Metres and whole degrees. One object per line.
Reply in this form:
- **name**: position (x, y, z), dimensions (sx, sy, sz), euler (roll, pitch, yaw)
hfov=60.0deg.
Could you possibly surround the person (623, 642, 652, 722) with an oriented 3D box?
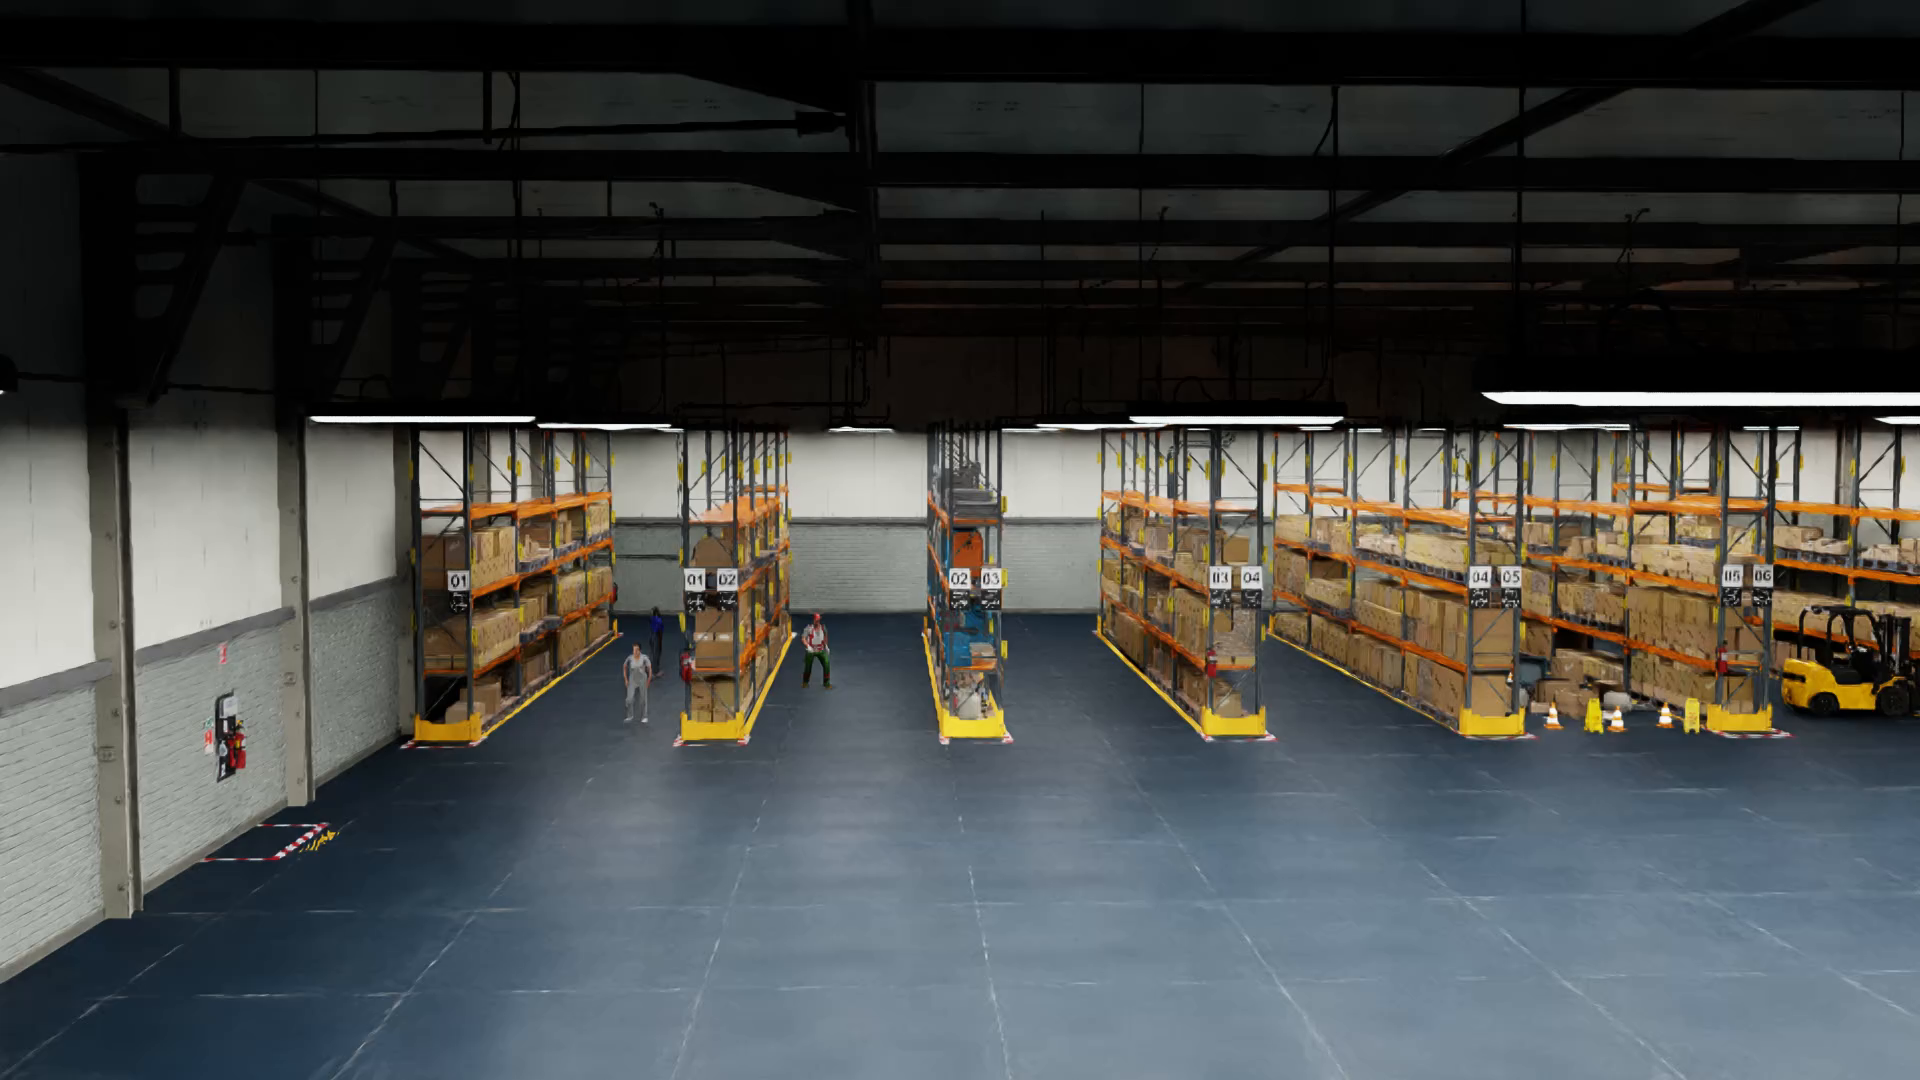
- **person**: position (-6.381, 2.812, 32.927), dimensions (0.580, 1.619, 0.507), euler (0, 4, -5)

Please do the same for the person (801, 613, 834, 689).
- **person**: position (-3.228, 2.468, 37.237), dimensions (0.684, 1.714, 0.839), euler (-1, 4, -19)

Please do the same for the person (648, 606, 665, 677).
- **person**: position (-7.123, 2.374, 39.184), dimensions (0.422, 1.663, 0.502), euler (-2, 4, -32)
